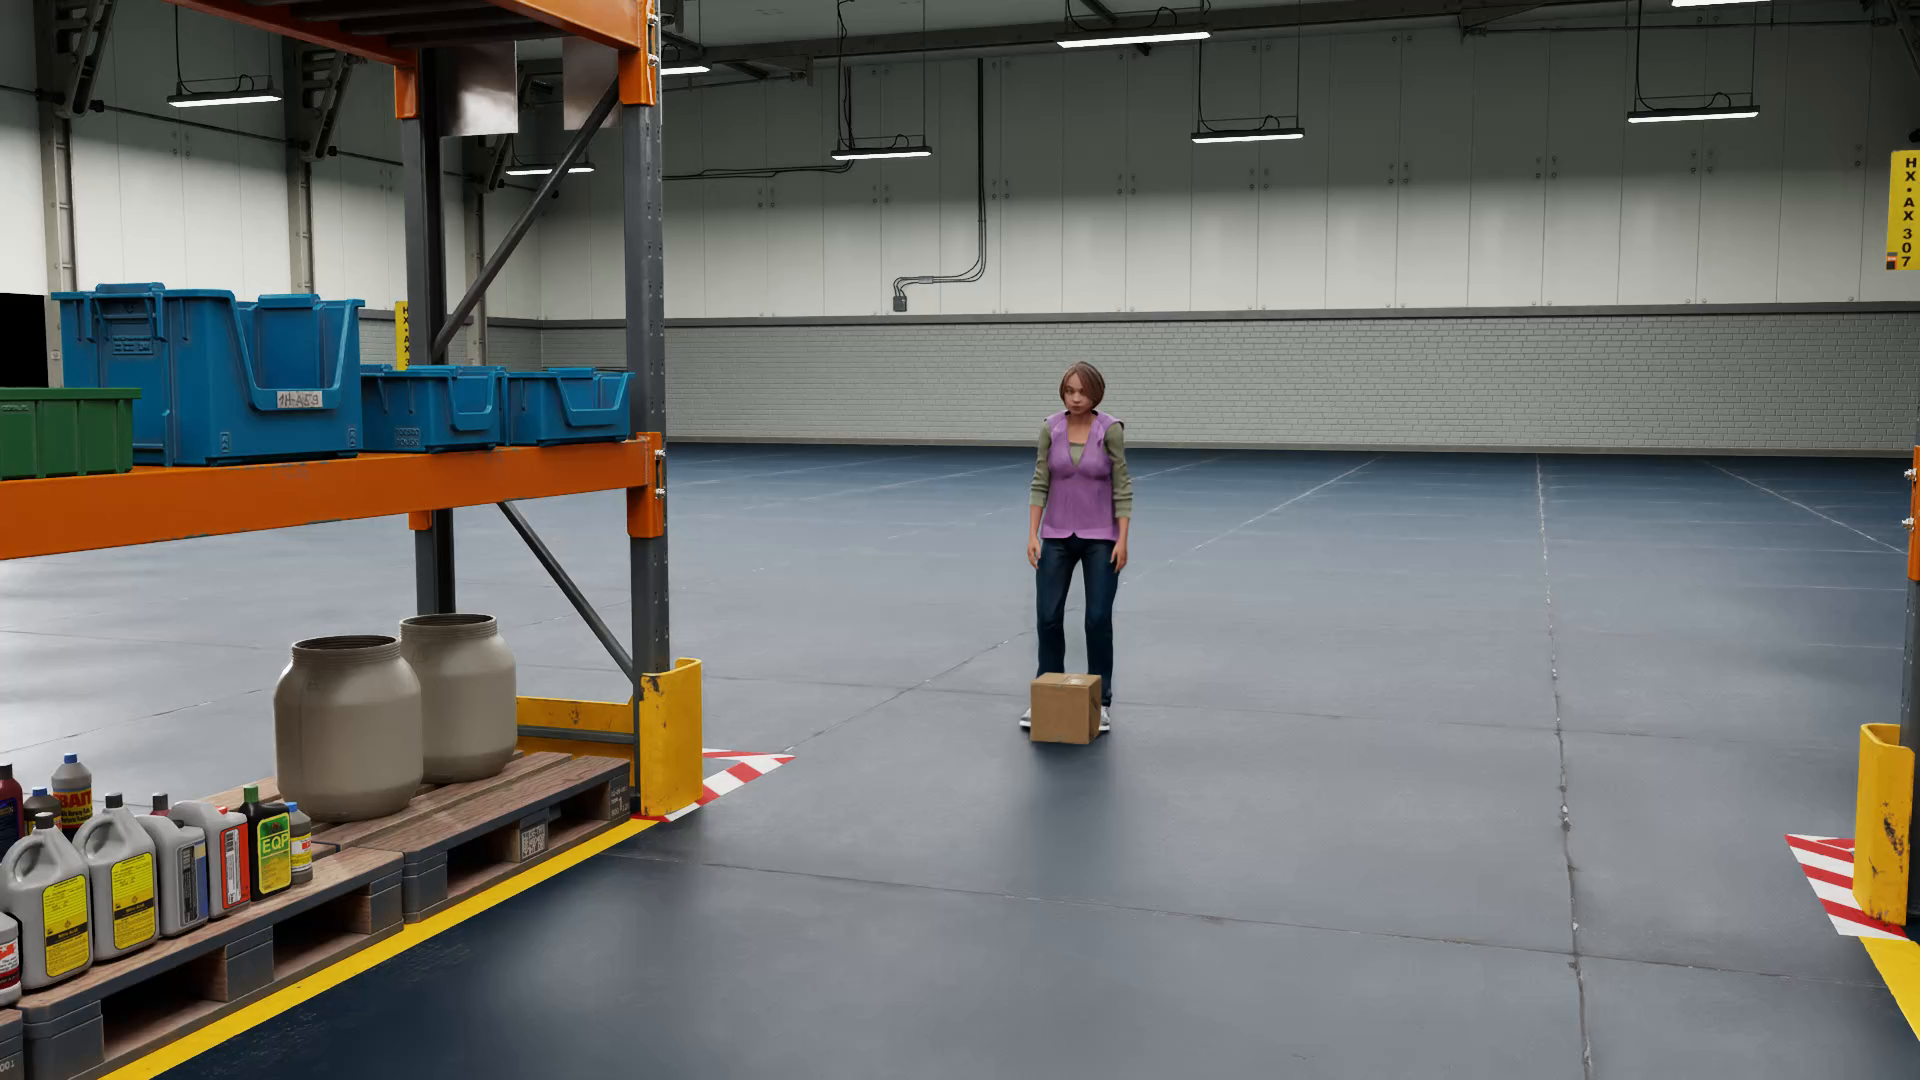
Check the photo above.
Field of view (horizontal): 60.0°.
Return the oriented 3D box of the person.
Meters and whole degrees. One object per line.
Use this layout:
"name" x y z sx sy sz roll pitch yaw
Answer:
"person" 0.515 0.023 7.218 0.464 1.591 0.343 2 6 16
